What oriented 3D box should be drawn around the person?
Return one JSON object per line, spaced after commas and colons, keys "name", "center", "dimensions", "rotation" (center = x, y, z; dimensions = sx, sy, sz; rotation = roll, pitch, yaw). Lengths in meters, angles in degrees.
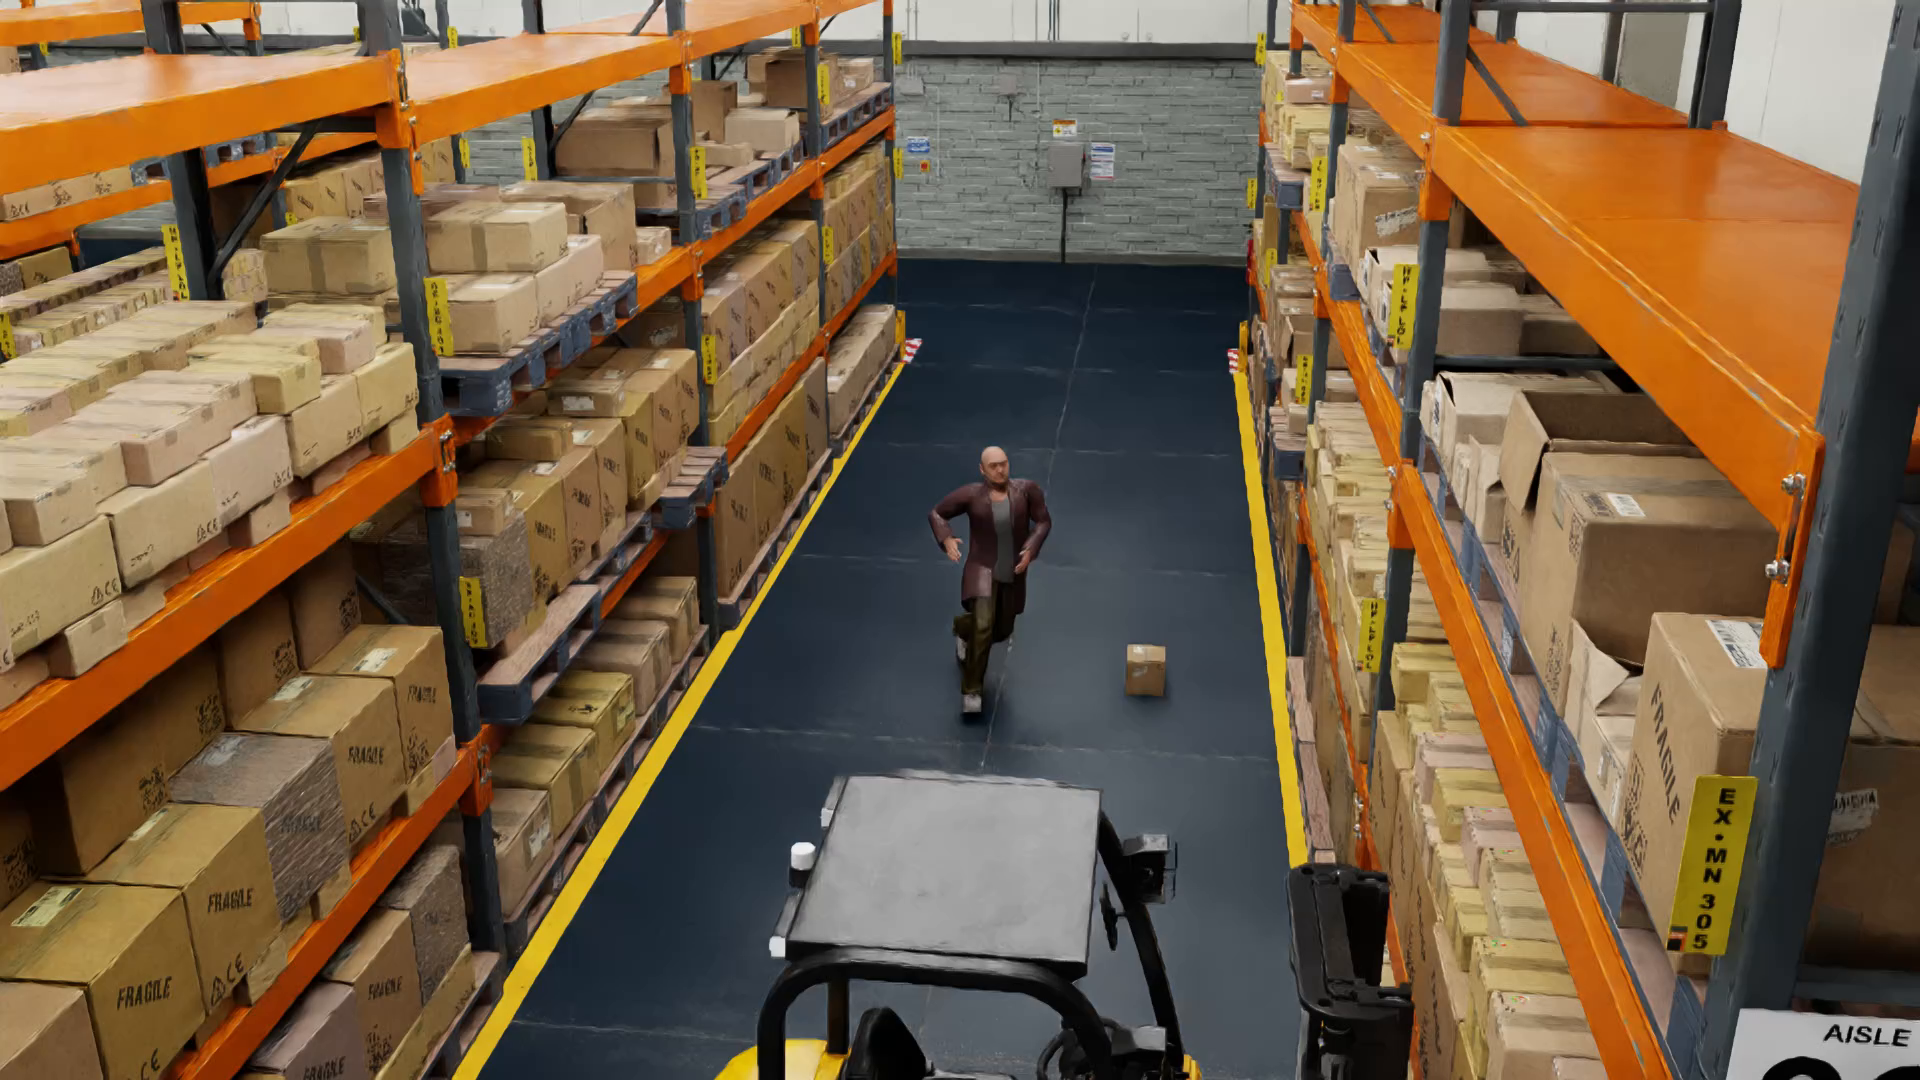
{"name": "person", "center": [0.217, 0.182, 10.825], "dimensions": [0.770, 1.635, 1.079], "rotation": [-8, 22, -20]}
